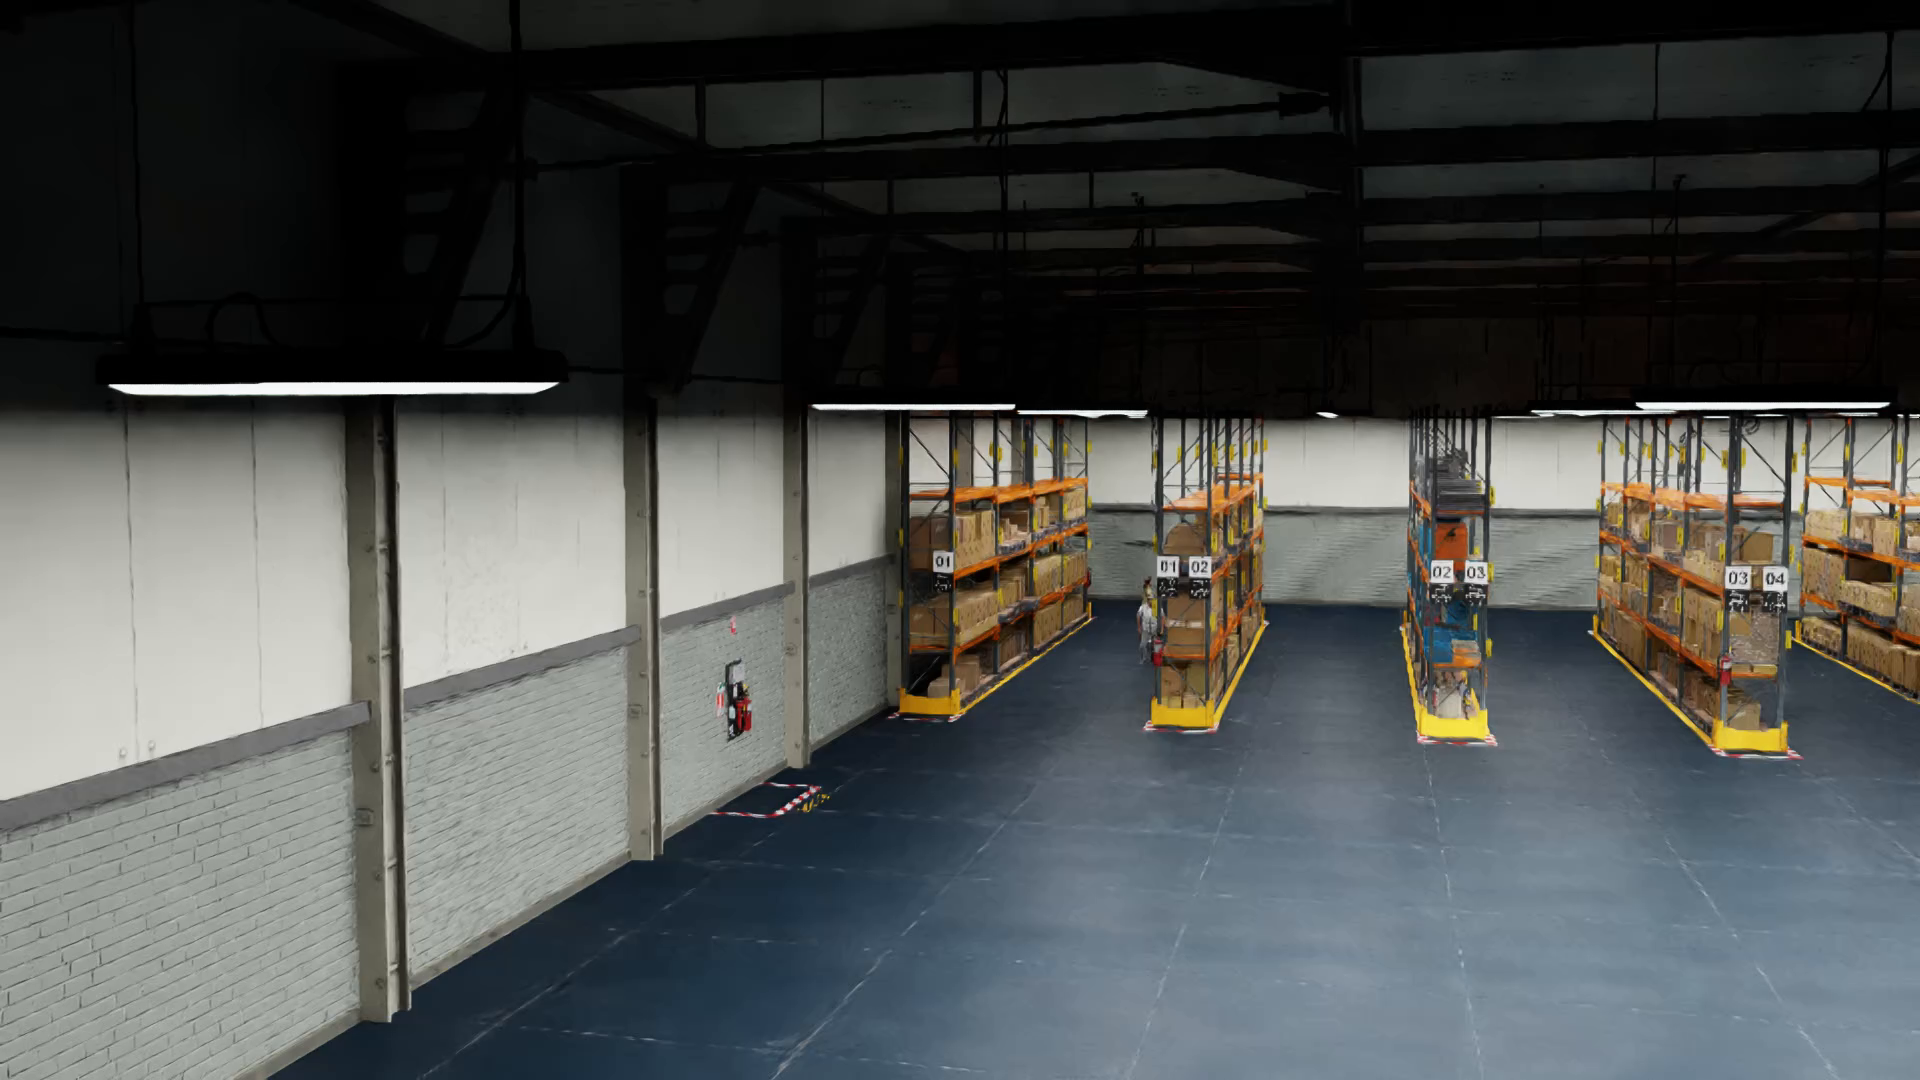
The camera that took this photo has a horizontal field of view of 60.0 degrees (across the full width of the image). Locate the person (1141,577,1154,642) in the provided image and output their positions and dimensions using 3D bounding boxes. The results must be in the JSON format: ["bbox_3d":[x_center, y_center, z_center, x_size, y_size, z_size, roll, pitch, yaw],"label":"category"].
[{"bbox_3d":[4.900,1.783,43.062,0.454,1.676,0.539,-1,4,-13],"label":"person"}]

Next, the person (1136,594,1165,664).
[{"bbox_3d":[4.458,2.083,38.874,0.682,1.715,0.542,1,4,12],"label":"person"}]
